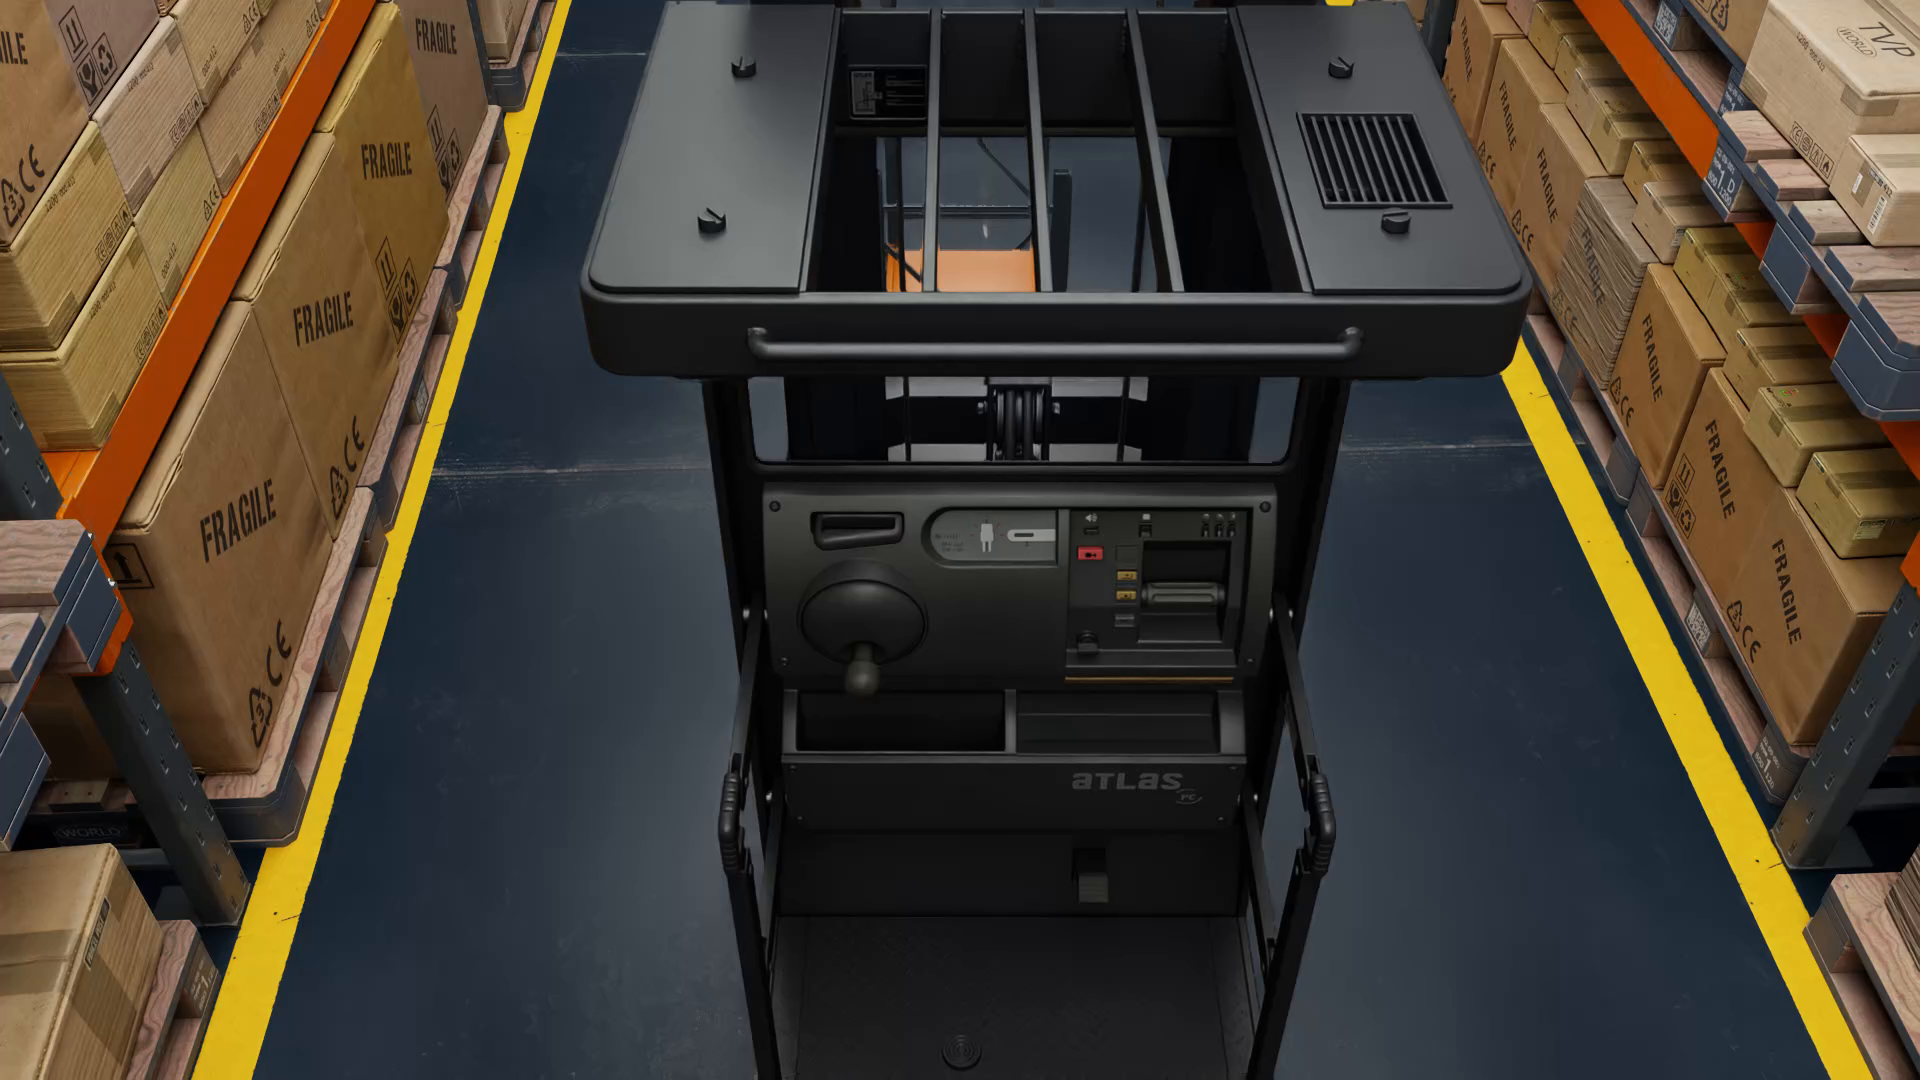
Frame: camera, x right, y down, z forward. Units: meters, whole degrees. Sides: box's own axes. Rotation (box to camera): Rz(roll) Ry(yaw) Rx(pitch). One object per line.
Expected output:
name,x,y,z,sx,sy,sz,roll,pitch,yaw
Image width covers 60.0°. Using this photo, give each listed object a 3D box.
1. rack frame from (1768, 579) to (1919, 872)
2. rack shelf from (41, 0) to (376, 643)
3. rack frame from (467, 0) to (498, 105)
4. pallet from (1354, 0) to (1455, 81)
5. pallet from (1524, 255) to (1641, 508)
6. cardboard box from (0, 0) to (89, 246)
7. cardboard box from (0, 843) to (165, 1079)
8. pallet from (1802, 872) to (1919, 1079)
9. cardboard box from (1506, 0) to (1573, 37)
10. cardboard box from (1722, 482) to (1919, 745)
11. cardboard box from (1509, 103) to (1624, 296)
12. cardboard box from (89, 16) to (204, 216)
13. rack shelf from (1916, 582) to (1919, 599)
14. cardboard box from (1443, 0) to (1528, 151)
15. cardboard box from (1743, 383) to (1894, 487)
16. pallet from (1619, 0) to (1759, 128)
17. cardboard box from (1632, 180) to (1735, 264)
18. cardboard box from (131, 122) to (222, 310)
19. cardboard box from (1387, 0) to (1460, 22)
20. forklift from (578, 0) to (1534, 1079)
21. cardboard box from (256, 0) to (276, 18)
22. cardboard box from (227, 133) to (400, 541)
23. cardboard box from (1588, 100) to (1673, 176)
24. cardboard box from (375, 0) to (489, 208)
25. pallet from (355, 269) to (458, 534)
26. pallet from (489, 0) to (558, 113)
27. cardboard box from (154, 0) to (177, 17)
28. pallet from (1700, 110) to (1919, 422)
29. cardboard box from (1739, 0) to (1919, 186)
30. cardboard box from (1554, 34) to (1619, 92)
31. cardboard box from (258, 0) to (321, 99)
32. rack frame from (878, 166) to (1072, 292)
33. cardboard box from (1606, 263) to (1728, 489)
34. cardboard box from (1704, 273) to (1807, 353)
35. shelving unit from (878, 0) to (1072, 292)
rack frame,2.642,-0.301,3.359,1.000,3.000,0.127,-2,43,-2
rack shelf,-2.402,-1.241,4.917,1.077,0.370,4.000,-2,43,-2
rack frame,-2.487,-2.857,6.147,1.000,3.000,0.127,-2,43,-2
pallet,2.444,-2.437,7.753,1.003,0.211,1.213,-2,43,-2
pallet,2.600,-0.600,5.749,1.003,0.211,1.213,-2,43,-2
cardboard box,-2.093,-0.902,3.200,0.500,0.500,0.500,-3,43,-3
cardboard box,-2.303,1.039,3.530,0.950,0.372,0.625,-4,43,-5
pallet,2.638,1.283,3.694,1.003,0.211,1.213,-2,43,-2
cardboard box,2.311,-2.040,6.314,0.380,0.149,0.250,-3,43,-3
cardboard box,2.410,0.186,4.366,0.500,0.500,0.500,-1,43,-1
cardboard box,2.318,-1.206,5.885,0.500,0.500,0.500,-3,43,-3
cardboard box,-2.112,-0.984,3.844,0.500,0.250,0.500,-1,43,-1
rack shelf,2.727,1.314,2.129,1.077,0.370,4.000,-2,43,-2
cardboard box,2.268,-1.902,6.644,0.500,0.500,0.500,0,43,0
cardboard box,2.326,-0.283,4.398,0.380,0.149,0.250,-4,43,-4
pallet,2.555,-1.543,4.856,1.003,0.211,1.213,-2,43,-2
cardboard box,2.340,-0.996,5.176,0.380,0.149,0.250,-4,43,-4
cardboard box,-2.126,-0.785,3.997,0.500,0.250,0.500,-3,43,-3
cardboard box,2.155,-2.473,7.528,0.380,0.149,0.250,-3,43,-3
forklift,0.110,0.177,2.888,1.130,2.935,3.031,0,43,0
cardboard box,-2.129,-1.663,4.586,0.500,0.250,0.500,-1,43,-1
cardboard box,-2.297,-0.599,4.945,0.875,0.875,0.875,-1,43,-1
cardboard box,2.340,-1.345,5.556,0.380,0.149,0.250,0,43,0
cardboard box,-2.380,-1.812,6.269,0.875,0.875,0.875,0,43,0
pallet,-2.324,-0.485,5.622,1.003,0.211,1.213,-2,43,-2
pallet,-2.441,-2.345,7.652,1.003,0.211,1.213,-2,43,-2
cardboard box,-2.131,-1.586,3.947,0.500,0.500,0.500,-1,43,-1
pallet,2.543,-0.686,3.921,1.213,0.211,1.003,-2,43,-2
cardboard box,2.274,-1.104,4.035,0.500,0.250,0.500,-3,43,-4
cardboard box,2.358,-1.682,5.924,0.380,0.149,0.250,-2,43,-3
cardboard box,-2.166,-1.472,4.747,0.500,0.250,0.500,-2,43,-2
rack frame,0.020,-0.339,4.510,0.500,1.500,0.032,0,43,0
cardboard box,2.374,-0.505,5.121,0.500,0.500,0.500,0,43,0
cardboard box,2.393,-0.642,4.790,0.380,0.149,0.250,0,43,-1
shelving unit,0.021,-0.689,4.892,0.587,1.500,1.083,0,43,0
